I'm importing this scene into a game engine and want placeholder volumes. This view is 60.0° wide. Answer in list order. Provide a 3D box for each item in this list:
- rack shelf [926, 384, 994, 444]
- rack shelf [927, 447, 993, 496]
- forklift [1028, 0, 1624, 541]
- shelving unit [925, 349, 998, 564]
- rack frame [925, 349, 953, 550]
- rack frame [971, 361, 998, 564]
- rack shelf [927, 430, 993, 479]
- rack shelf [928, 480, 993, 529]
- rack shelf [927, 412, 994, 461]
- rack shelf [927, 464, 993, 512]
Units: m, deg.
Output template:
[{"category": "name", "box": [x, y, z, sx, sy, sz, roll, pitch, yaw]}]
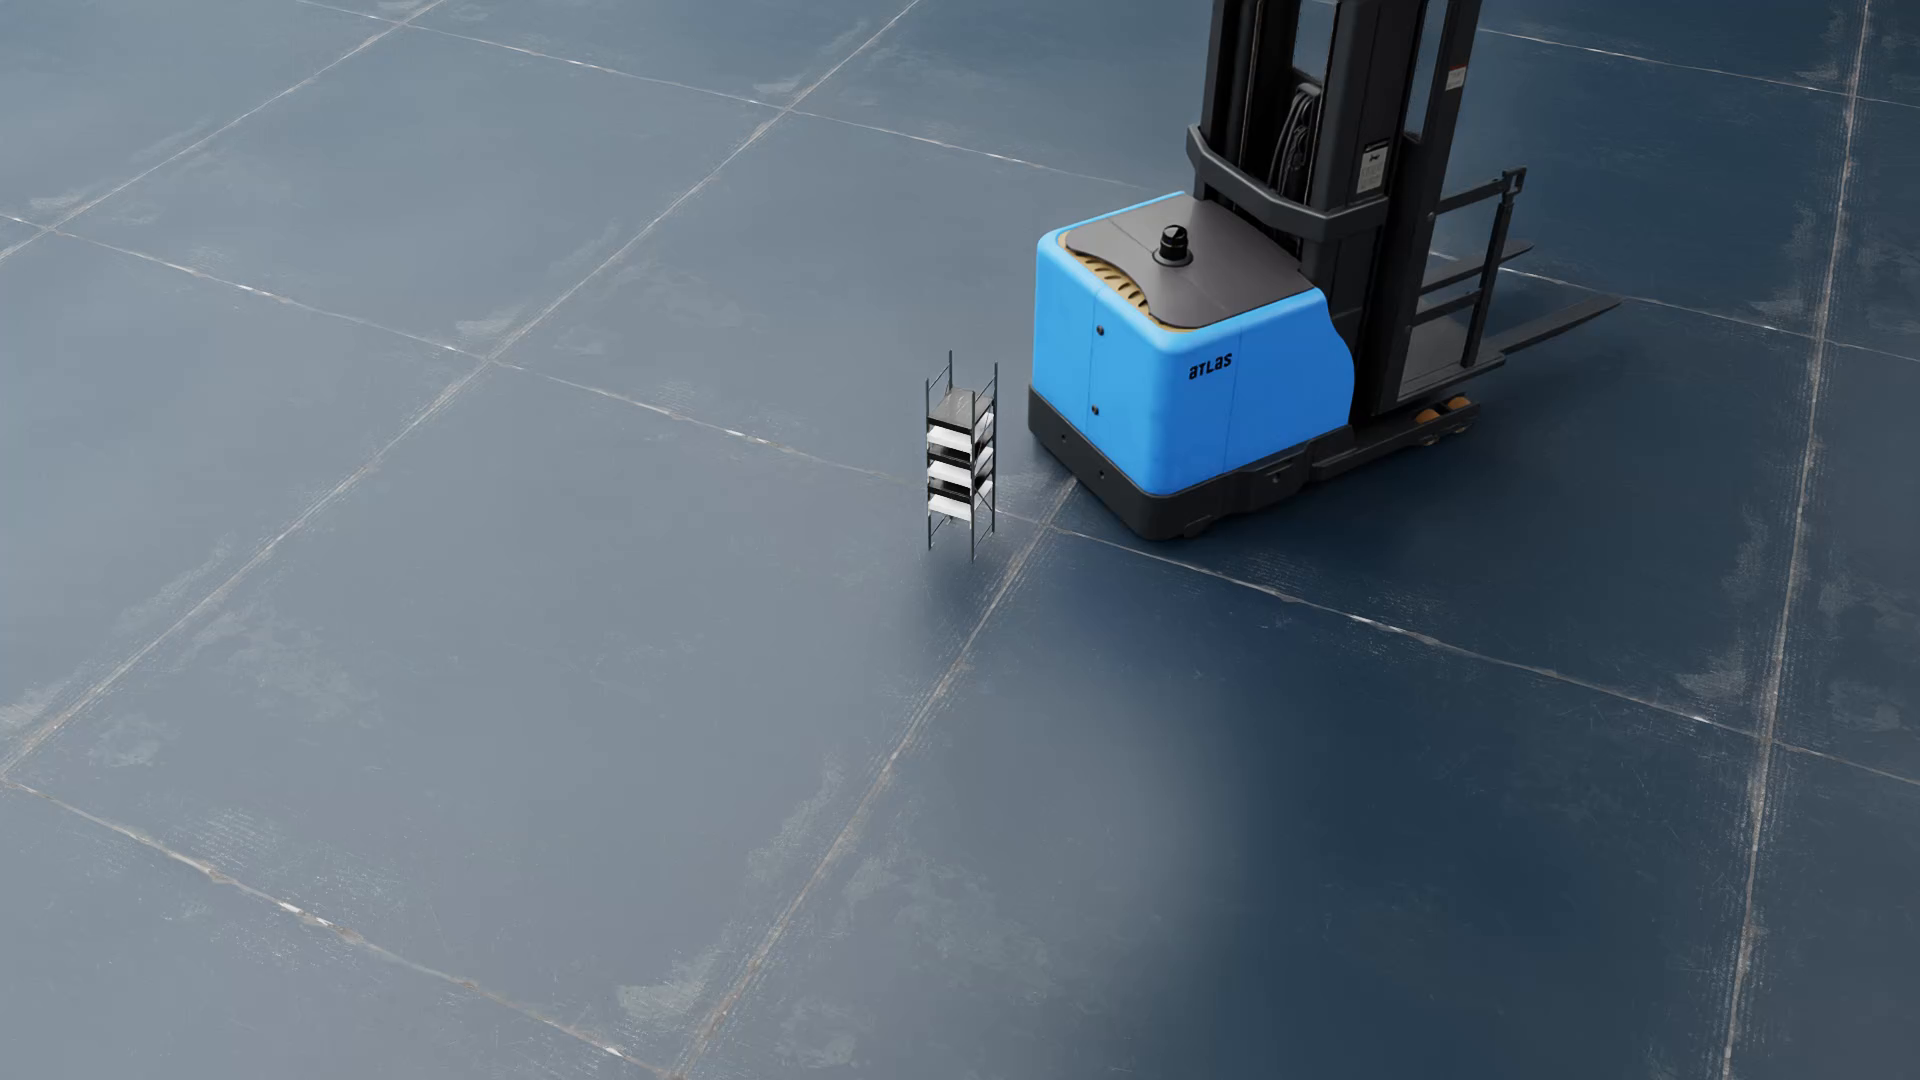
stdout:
[{"category": "rack shelf", "box": [0.007, -0.517, 6.798, 0.200, 0.077, 0.258, 17, 44, 19]}, {"category": "rack shelf", "box": [0.007, -0.313, 6.974, 0.200, 0.077, 0.258, 17, 44, 19]}, {"category": "forklift", "box": [1.846, -1.826, 7.118, 3.031, 2.935, 1.130, -21, 45, -23]}, {"category": "shelving unit", "box": [0.007, -0.338, 6.953, 0.210, 0.900, 0.258, 17, 44, 19]}, {"category": "rack frame", "box": [-0.085, -0.366, 6.985, 0.006, 0.900, 0.240, 17, 44, 19]}, {"category": "rack frame", "box": [0.099, -0.310, 6.920, 0.006, 0.900, 0.240, 17, 44, 19]}, {"category": "rack shelf", "box": [0.007, -0.381, 6.916, 0.200, 0.077, 0.258, 17, 44, 19]}, {"category": "rack shelf", "box": [0.007, -0.177, 7.092, 0.200, 0.077, 0.258, 17, 44, 19]}, {"category": "rack shelf", "box": [0.007, -0.449, 6.857, 0.200, 0.077, 0.258, 17, 44, 19]}, {"category": "rack shelf", "box": [0.007, -0.245, 7.033, 0.200, 0.077, 0.258, 17, 44, 19]}]
